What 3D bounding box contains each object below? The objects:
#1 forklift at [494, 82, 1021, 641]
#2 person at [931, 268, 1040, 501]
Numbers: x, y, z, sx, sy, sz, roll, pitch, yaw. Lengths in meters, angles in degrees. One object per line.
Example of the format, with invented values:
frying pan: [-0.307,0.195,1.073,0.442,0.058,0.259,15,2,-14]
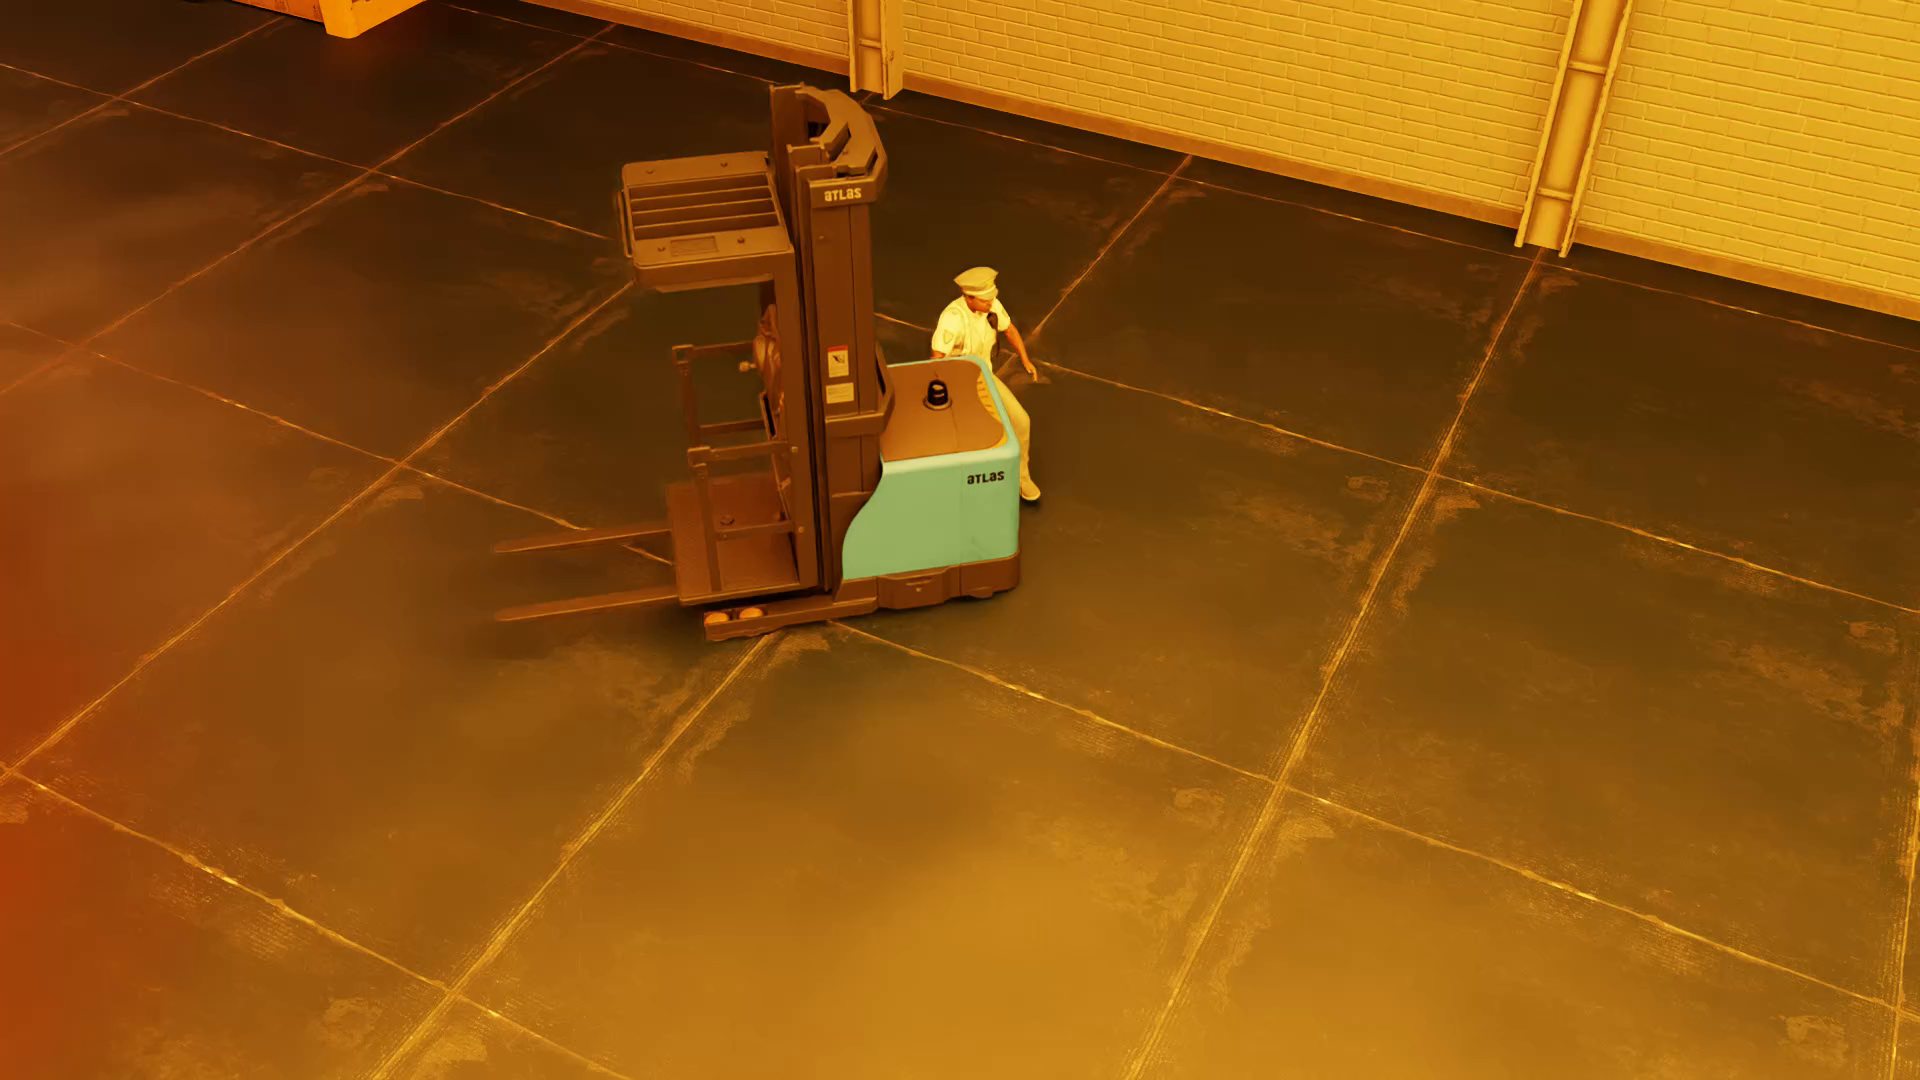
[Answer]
forklift: [-1.217,-0.912,9.069,3.031,2.935,1.130,-8,41,-9]
person: [0.220,-0.947,10.292,0.815,1.465,0.730,28,47,29]
